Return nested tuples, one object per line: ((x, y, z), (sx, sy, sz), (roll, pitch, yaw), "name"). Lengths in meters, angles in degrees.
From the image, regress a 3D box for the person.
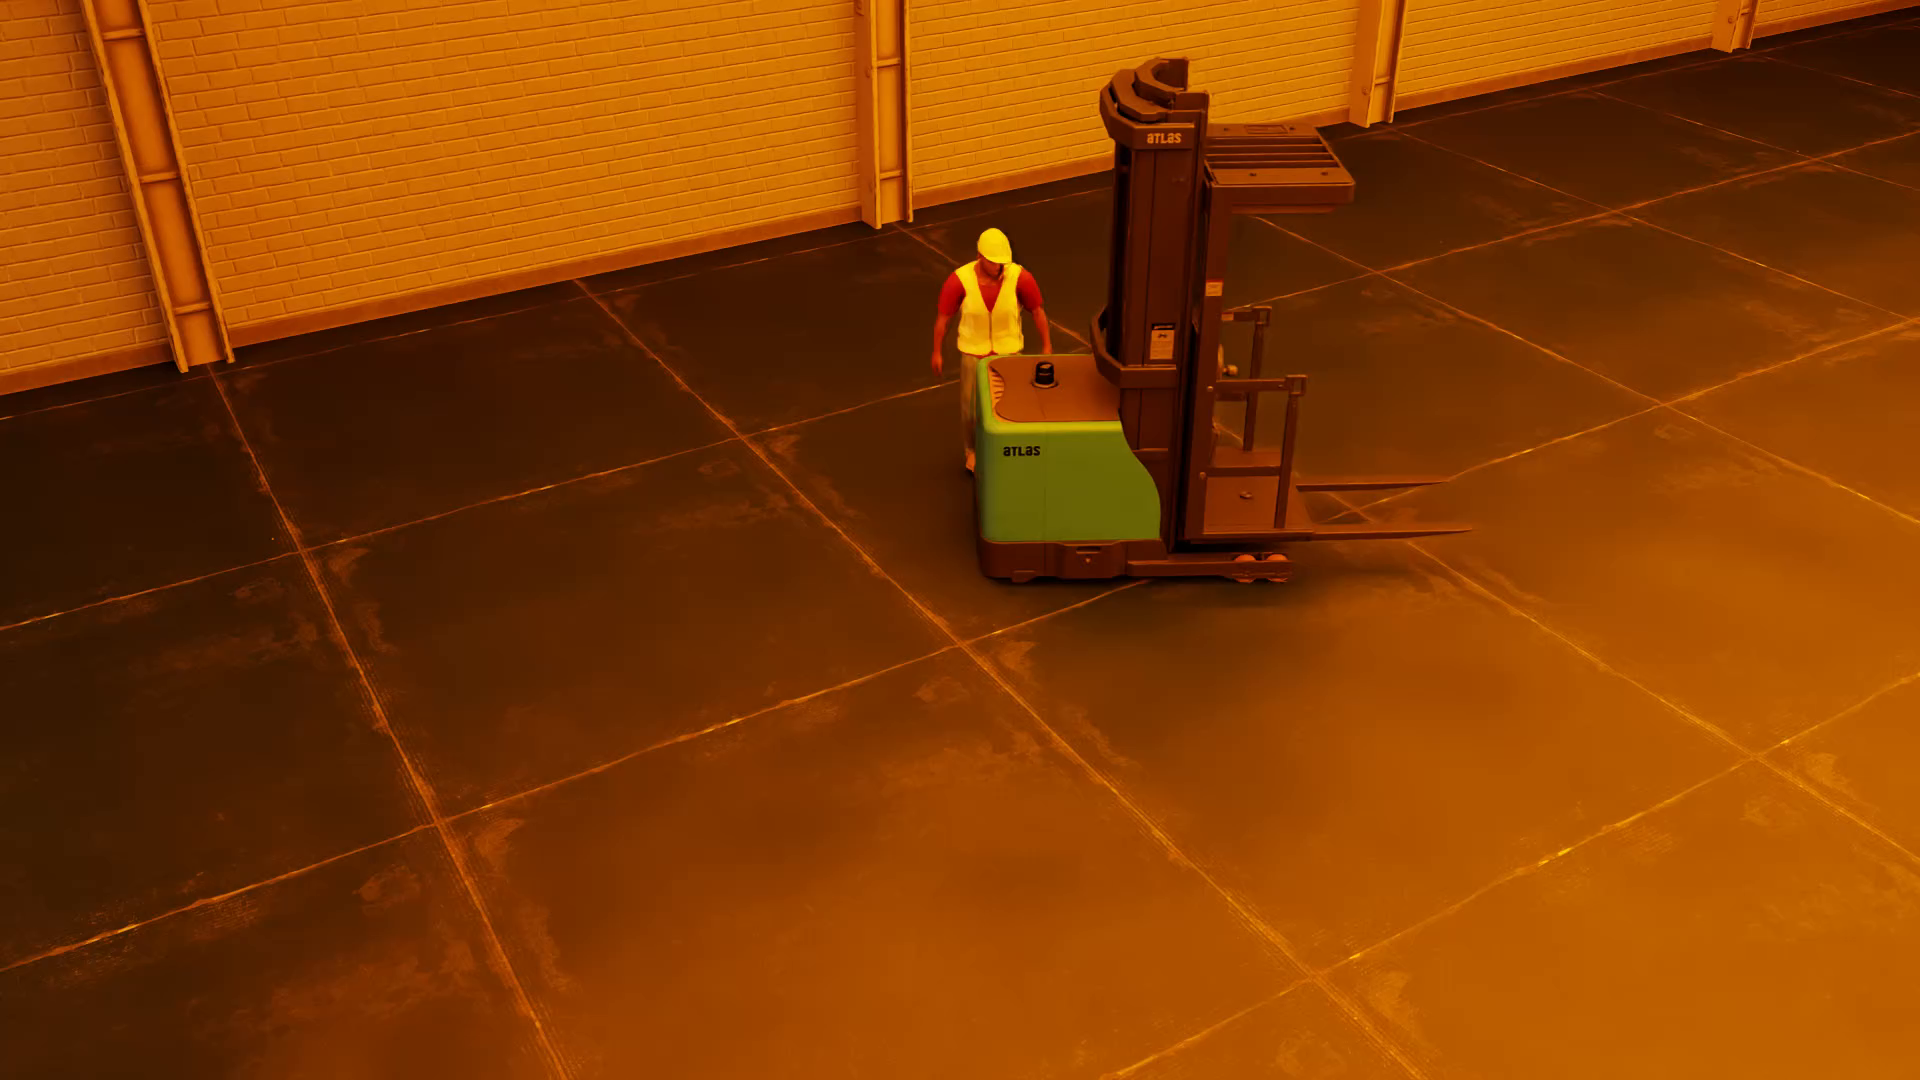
((0.218, -1.214, 10.838), (0.805, 1.740, 0.440), (-2, 31, -4), "person")

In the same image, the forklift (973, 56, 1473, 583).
((1.618, -1.270, 9.768), (3.031, 2.935, 1.130), (-1, 31, -2), "forklift")
